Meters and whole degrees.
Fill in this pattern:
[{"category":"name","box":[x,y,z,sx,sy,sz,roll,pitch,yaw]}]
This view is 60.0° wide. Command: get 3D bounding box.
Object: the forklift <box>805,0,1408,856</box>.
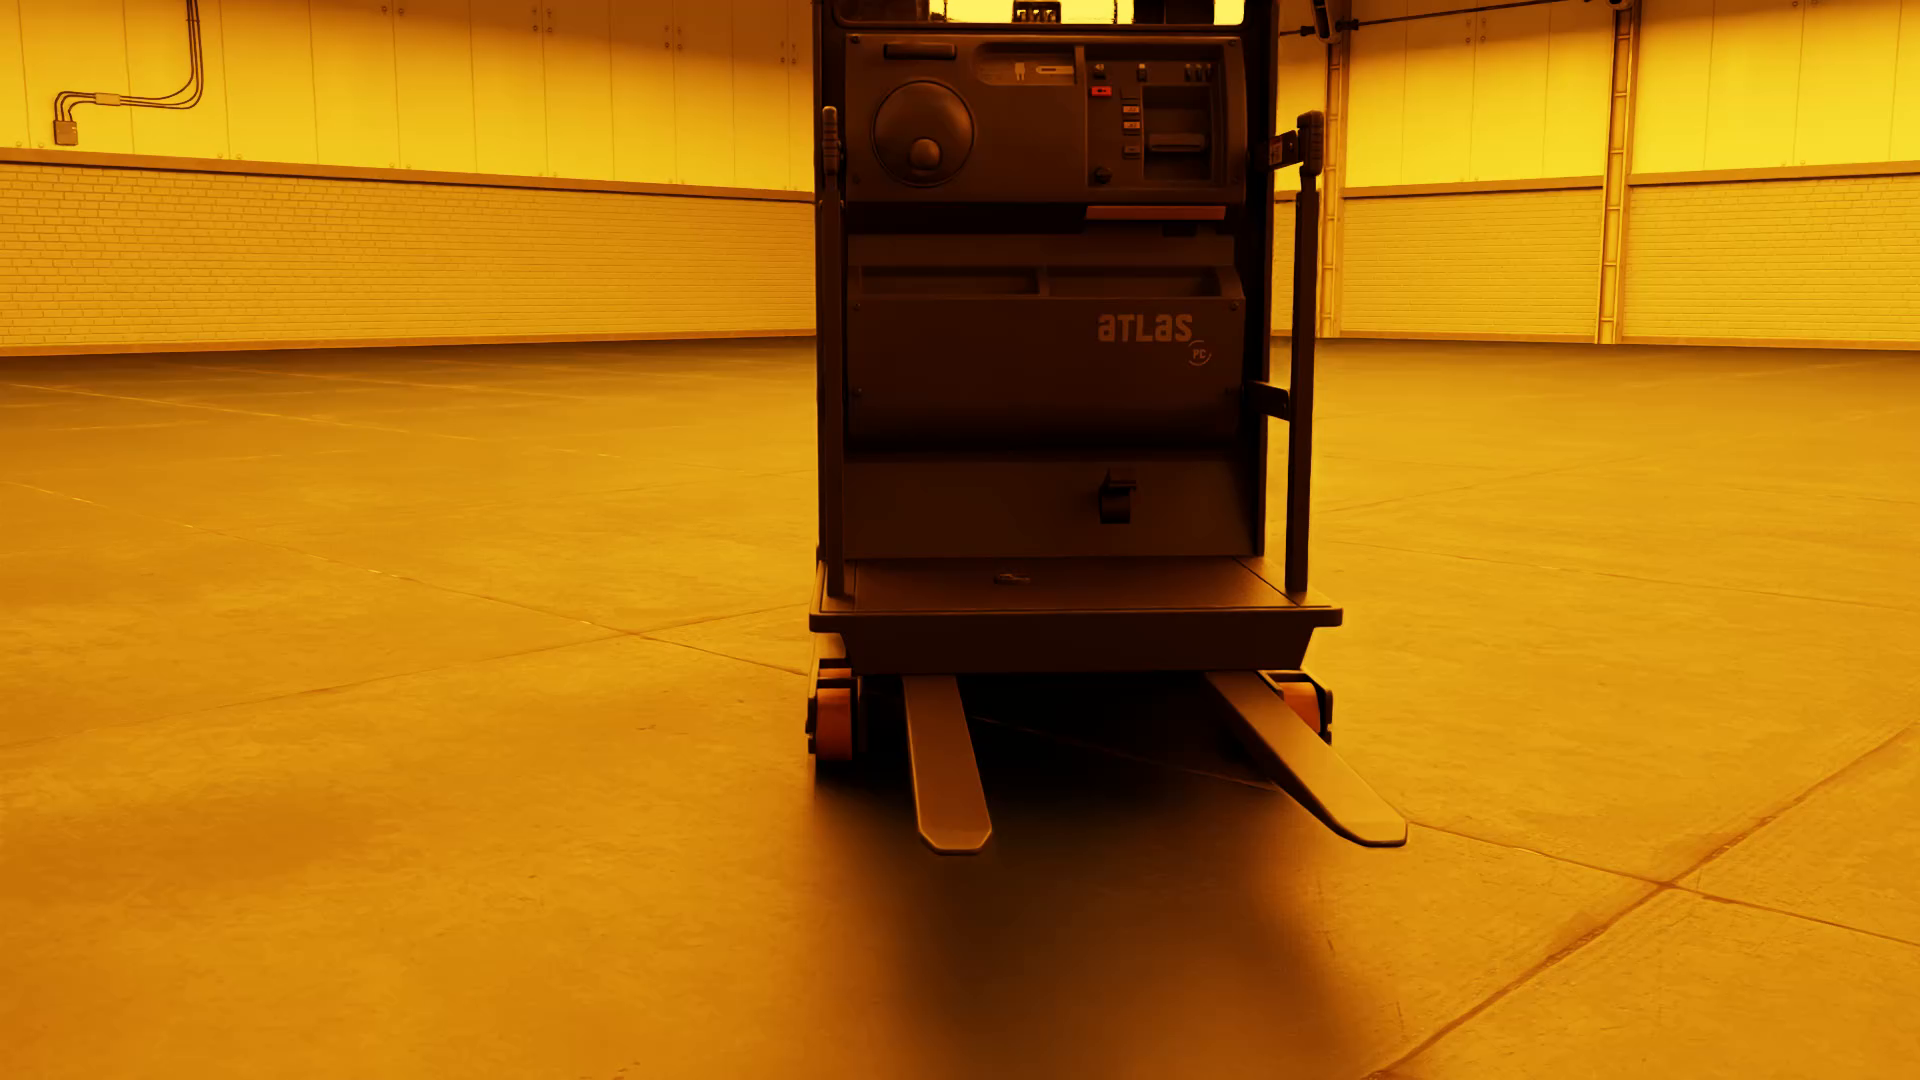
[{"category":"forklift","box":[0.214,-1.021,3.654,1.130,2.935,3.031,0,9,-3]}]
